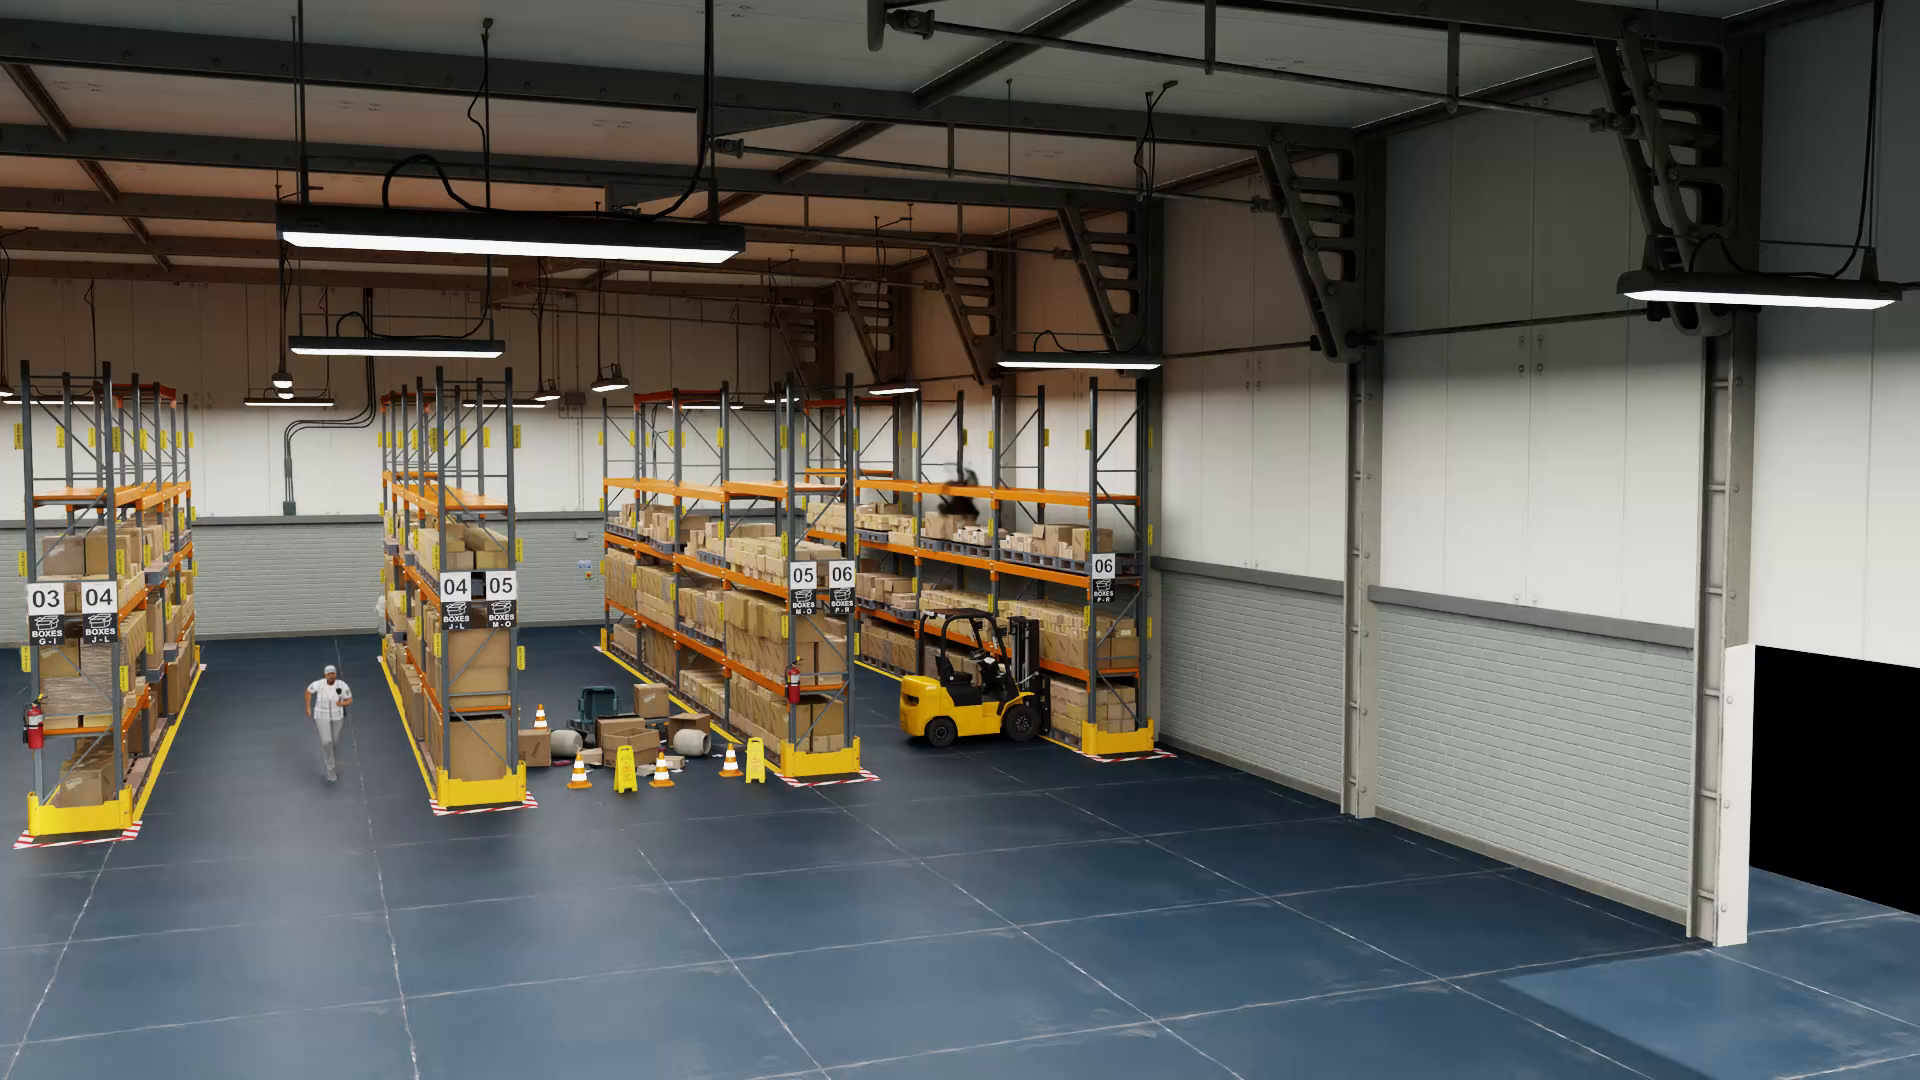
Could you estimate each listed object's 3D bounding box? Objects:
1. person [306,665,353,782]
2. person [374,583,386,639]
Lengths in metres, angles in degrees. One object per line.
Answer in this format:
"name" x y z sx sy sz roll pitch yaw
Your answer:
"person" -9.373 2.699 24.738 0.627 1.713 0.863 -2 4 -28
"person" -13.427 1.817 38.857 0.587 1.661 0.631 2 4 29
